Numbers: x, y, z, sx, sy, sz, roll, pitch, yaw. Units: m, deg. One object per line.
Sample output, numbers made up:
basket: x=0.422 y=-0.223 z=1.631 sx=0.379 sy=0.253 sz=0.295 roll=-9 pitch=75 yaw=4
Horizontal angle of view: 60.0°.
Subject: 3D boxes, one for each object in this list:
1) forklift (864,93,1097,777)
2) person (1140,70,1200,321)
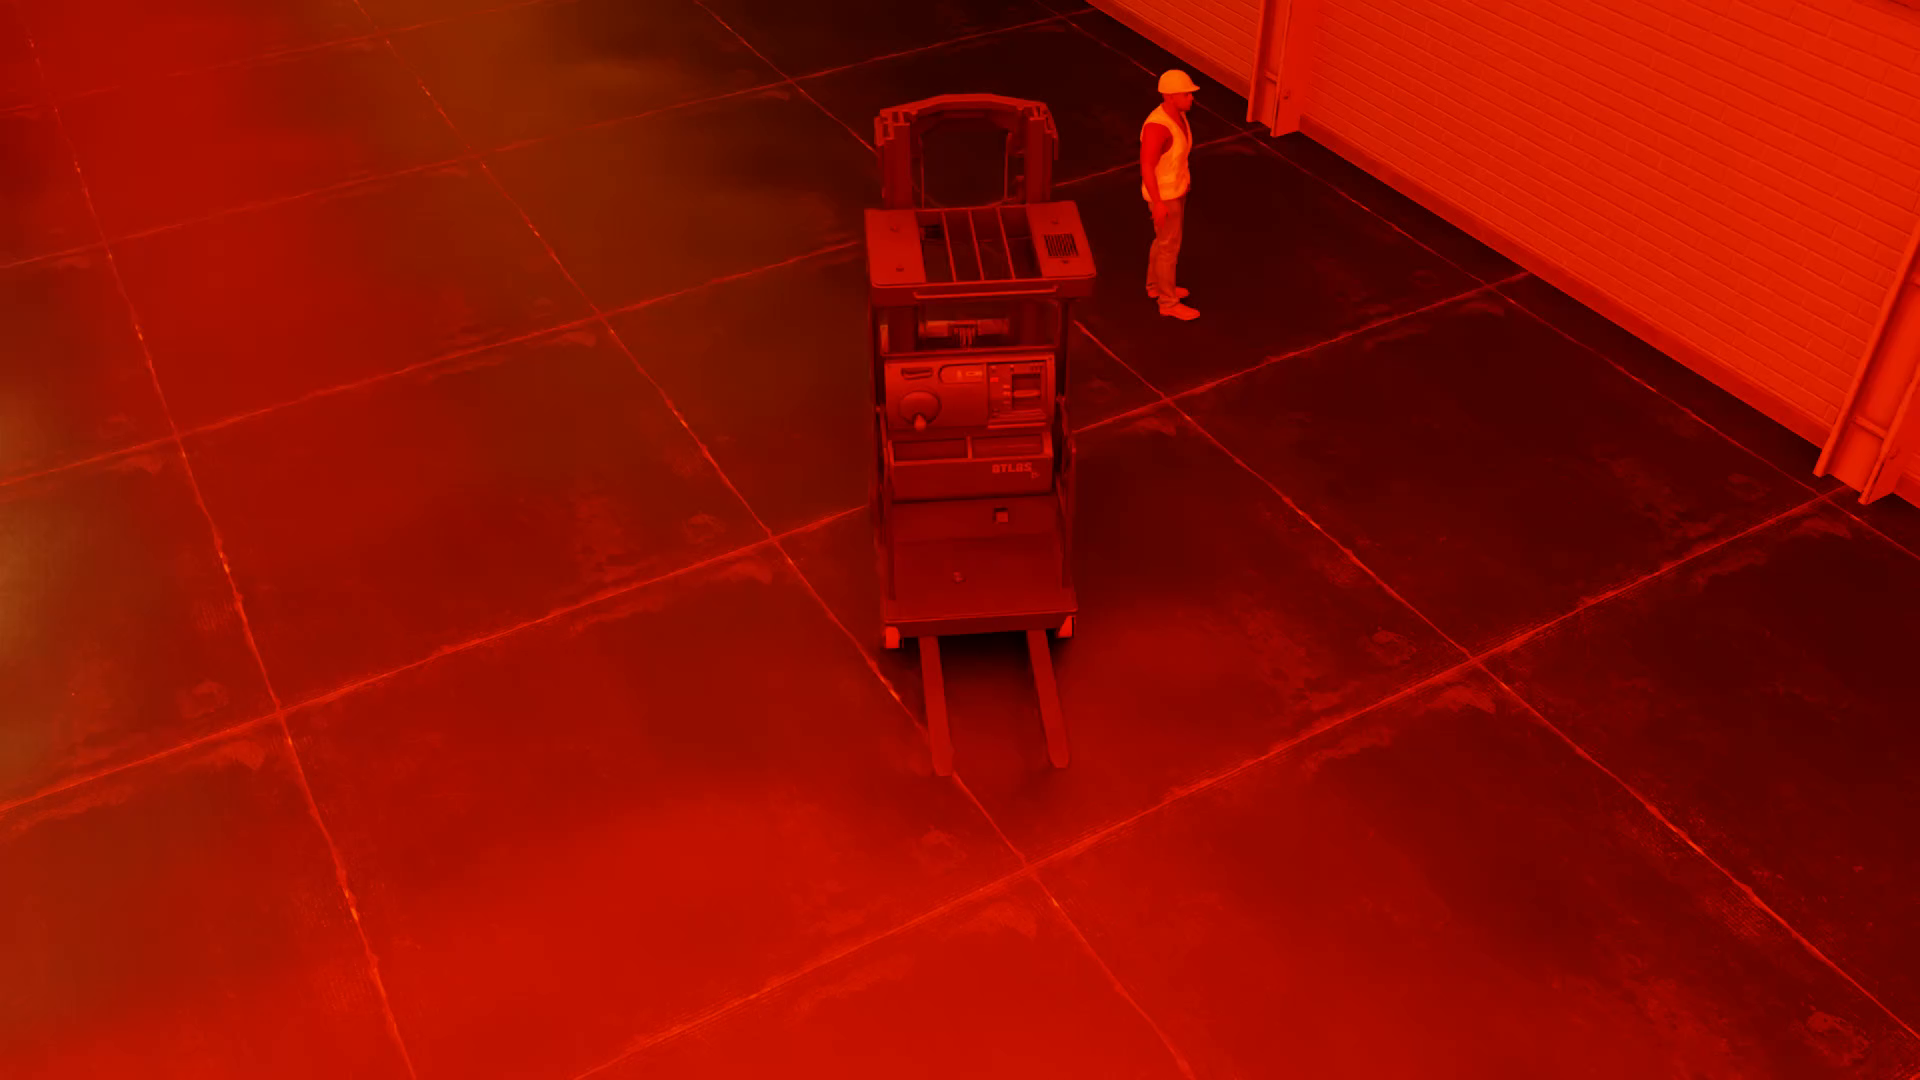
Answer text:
forklift: x=0.079 y=-0.729 z=8.915 sx=1.130 sy=2.935 sz=3.031 roll=-3 pitch=40 yaw=-4
person: x=1.568 y=-2.494 z=11.954 sx=0.568 sy=1.771 sz=0.708 roll=12 pitch=41 yaw=14
